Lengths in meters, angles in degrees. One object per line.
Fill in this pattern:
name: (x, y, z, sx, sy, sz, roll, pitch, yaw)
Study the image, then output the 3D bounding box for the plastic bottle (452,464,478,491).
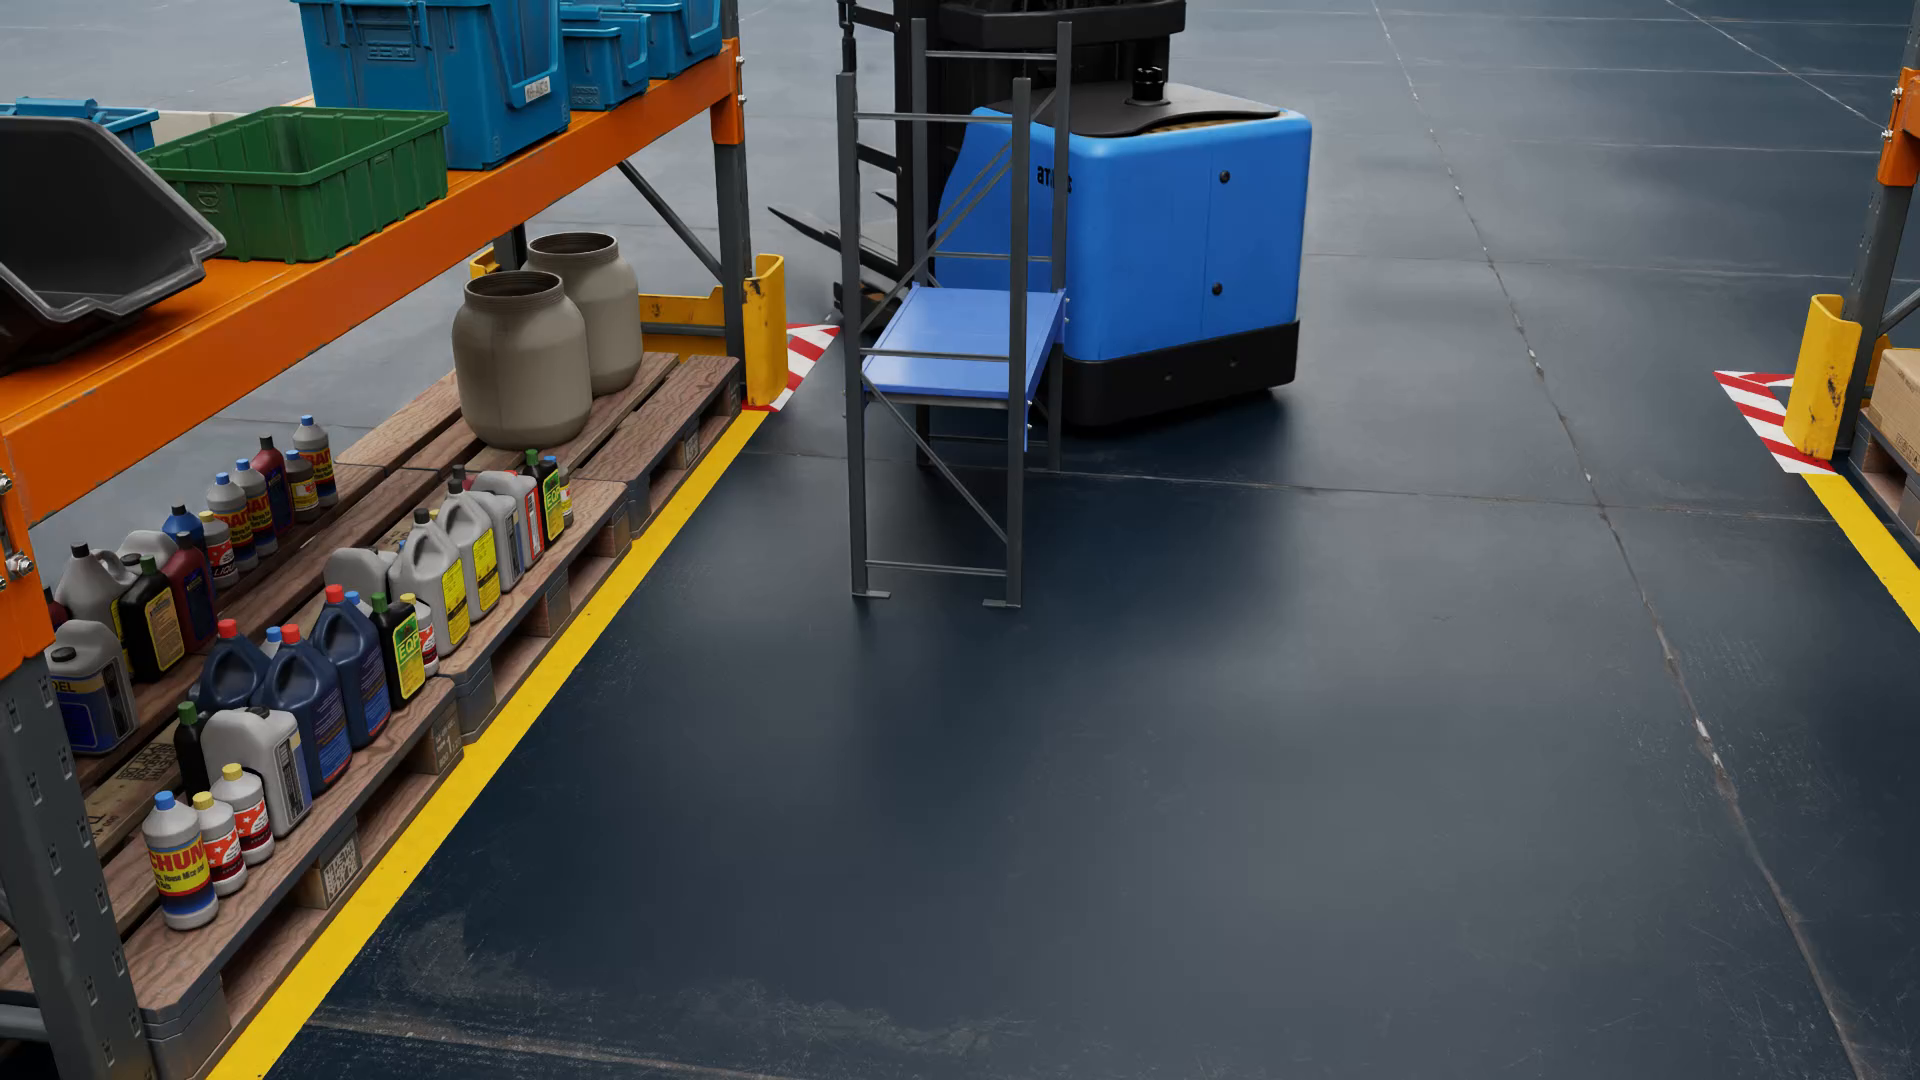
plastic bottle: (-1.347, -0.085, 4.578, 0.061, 0.283, 0.133, 4, 25, 9)

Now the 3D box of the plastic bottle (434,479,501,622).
plastic bottle: (-1.288, 0.019, 4.276, 0.144, 0.351, 0.185, 5, 26, 11)

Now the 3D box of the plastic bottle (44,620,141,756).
plastic bottle: (-1.958, 0.327, 3.708, 0.152, 0.276, 0.135, 4, 25, 9)

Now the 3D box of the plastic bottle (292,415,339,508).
plastic bottle: (-1.910, -0.238, 4.919, 0.097, 0.271, 0.097, 0, 25, 0)

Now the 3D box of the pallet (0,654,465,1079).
pallet: (-1.809, 0.647, 3.618, 1.003, 0.211, 1.213, 4, 25, 9)

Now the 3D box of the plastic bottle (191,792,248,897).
plastic bottle: (-1.459, 0.585, 3.244, 0.097, 0.201, 0.097, 0, 25, 0)

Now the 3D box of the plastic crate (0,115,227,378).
plastic crate: (-1.749, -0.520, 2.895, 0.767, 0.338, 0.504, 4, 25, 9)

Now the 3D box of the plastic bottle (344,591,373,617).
plastic bottle: (-1.401, 0.247, 3.884, 0.097, 0.271, 0.097, 0, 25, 0)

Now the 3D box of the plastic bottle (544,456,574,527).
plastic bottle: (-1.174, -0.144, 4.801, 0.097, 0.201, 0.097, 0, 25, 0)

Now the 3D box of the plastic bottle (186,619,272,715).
plastic bottle: (-1.561, 0.344, 3.583, 0.144, 0.351, 0.185, 4, 25, 9)

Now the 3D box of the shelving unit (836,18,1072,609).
shelving unit: (0.014, -0.715, 5.008, 0.538, 1.500, 1.048, 4, 25, 9)

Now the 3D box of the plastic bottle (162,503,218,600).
plastic bottle: (-2.016, 0.032, 4.342, 0.097, 0.271, 0.097, 0, 25, 0)

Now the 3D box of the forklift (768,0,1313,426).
forklift: (0.105, -2.317, 6.742, 1.130, 2.935, 3.031, -14, 29, -28)

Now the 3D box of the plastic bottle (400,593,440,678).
plastic bottle: (-1.319, 0.226, 4.011, 0.097, 0.201, 0.097, 0, 25, 0)

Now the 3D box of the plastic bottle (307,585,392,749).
plastic bottle: (-1.388, 0.275, 3.730, 0.144, 0.351, 0.185, 3, 25, 6)

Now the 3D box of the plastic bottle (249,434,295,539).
plastic bottle: (-1.965, -0.150, 4.716, 0.061, 0.283, 0.133, 4, 25, 9)

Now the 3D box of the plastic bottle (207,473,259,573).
plastic bottle: (-1.983, -0.052, 4.523, 0.097, 0.271, 0.097, 0, 25, 0)

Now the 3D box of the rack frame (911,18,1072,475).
rack frame: (0.097, -0.928, 5.462, 0.500, 1.500, 0.032, 4, 25, 9)

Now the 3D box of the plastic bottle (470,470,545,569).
plastic bottle: (-1.242, -0.074, 4.564, 0.152, 0.276, 0.135, 4, 25, 9)

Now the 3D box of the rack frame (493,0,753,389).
rack frame: (-1.306, -2.011, 6.007, 1.000, 3.000, 0.127, 4, 25, 9)

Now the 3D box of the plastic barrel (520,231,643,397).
plastic barrel: (-1.339, -0.794, 5.846, 0.421, 0.512, 0.421, 0, 25, 0)

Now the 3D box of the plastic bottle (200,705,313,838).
plastic bottle: (-1.450, 0.457, 3.430, 0.152, 0.276, 0.135, 5, 26, 10)

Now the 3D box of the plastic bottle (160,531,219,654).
plastic bottle: (-1.919, 0.128, 4.123, 0.061, 0.283, 0.133, 4, 25, 9)

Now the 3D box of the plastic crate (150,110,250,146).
plastic crate: (-1.945, -0.915, 3.978, 0.530, 0.136, 0.437, 4, 25, 9)

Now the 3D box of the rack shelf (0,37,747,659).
rack shelf: (-1.633, -0.848, 4.373, 1.077, 0.370, 4.000, 4, 25, 9)

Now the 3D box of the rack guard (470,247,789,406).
rack guard: (-1.272, -0.844, 6.462, 1.175, 0.500, 0.348, 4, 25, 9)

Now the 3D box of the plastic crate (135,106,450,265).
plastic crate: (-1.460, -0.790, 3.649, 0.450, 0.188, 0.662, 4, 25, 9)

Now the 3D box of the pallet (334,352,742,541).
pallet: (-1.410, -0.373, 5.799, 1.003, 0.211, 1.213, 4, 25, 9)

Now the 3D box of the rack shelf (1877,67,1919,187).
rack shelf: (3.253, -0.504, 3.636, 1.077, 0.370, 4.000, 4, 25, 9)

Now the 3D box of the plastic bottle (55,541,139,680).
plastic bottle: (-2.055, 0.158, 3.980, 0.144, 0.351, 0.185, 4, 25, 8)

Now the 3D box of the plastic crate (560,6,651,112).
plastic crate: (-1.205, -1.442, 4.968, 0.499, 0.251, 0.408, 4, 25, 9)

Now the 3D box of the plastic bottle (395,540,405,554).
plastic bottle: (-1.414, 0.097, 4.286, 0.097, 0.201, 0.097, 0, 25, 0)
